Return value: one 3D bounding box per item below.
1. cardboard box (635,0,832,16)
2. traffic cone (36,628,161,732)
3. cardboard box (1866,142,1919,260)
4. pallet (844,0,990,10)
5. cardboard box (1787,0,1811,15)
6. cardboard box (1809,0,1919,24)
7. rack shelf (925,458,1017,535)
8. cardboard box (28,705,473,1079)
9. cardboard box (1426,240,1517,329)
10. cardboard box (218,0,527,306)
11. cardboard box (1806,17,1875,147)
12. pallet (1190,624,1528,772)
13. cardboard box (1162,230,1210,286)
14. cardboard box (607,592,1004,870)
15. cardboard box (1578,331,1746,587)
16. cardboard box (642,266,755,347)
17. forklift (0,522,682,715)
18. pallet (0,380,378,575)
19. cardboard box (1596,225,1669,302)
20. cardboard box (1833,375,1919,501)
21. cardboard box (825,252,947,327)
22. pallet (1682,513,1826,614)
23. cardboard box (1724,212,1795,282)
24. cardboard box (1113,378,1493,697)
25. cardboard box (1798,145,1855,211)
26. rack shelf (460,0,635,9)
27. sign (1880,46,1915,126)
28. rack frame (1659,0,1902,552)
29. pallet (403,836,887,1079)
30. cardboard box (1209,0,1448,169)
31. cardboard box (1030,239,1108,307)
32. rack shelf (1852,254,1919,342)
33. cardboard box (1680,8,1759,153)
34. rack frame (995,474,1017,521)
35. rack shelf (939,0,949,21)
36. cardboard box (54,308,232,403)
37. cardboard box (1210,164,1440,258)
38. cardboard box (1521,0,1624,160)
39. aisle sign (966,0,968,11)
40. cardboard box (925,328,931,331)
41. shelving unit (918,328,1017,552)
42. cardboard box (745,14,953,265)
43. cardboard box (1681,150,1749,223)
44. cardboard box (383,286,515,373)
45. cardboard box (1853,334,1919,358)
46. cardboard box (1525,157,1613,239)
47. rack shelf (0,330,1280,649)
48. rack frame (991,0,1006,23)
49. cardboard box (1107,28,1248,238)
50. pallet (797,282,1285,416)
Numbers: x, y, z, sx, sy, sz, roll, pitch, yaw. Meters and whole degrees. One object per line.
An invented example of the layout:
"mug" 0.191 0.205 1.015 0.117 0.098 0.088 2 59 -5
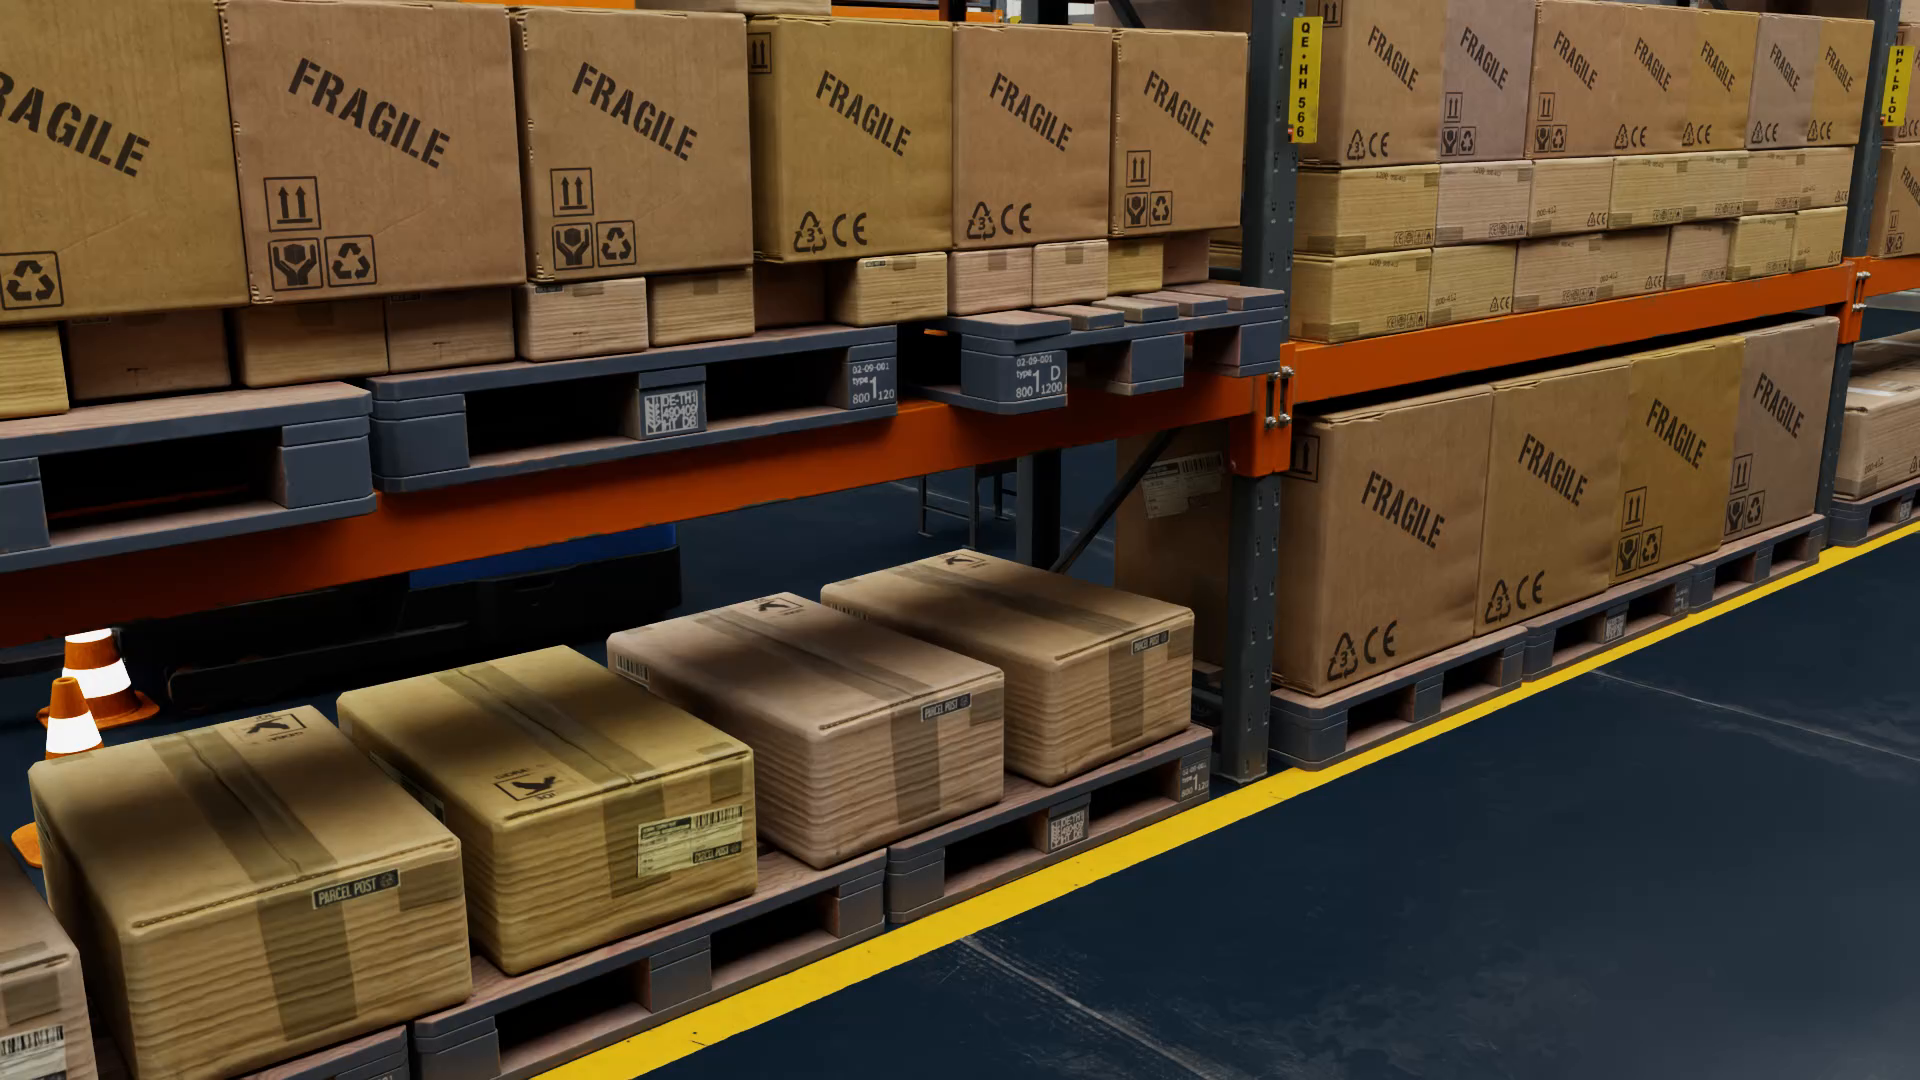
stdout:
"cardboard box" -0.490 -1.192 3.559 0.250 0.149 0.380 -14 20 -42
"traffic cone" -2.880 0.361 5.501 0.334 0.463 0.336 -13 19 -39
"cardboard box" 4.103 -1.570 7.622 0.500 0.500 0.500 -12 19 -38
"pallet" -0.464 -5.379 16.434 1.213 0.211 1.003 -13 19 -39
"cardboard box" 3.870 -2.476 7.818 0.250 0.149 0.380 -12 19 -38
"cardboard box" 3.985 -2.341 7.313 0.250 0.149 0.380 -13 20 -40
"rack shelf" 0.125 -0.353 7.768 0.480 0.518 0.431 -13 19 -39
"cardboard box" -1.524 0.717 3.532 0.625 0.372 0.950 -11 19 -36
"cardboard box" 1.469 -0.868 5.476 0.500 0.250 0.500 -13 20 -41
"cardboard box" -1.157 -0.723 3.059 0.500 0.500 0.500 -13 20 -40
"cardboard box" 3.405 -1.900 6.920 0.500 0.500 0.500 -12 19 -38
"pallet" 1.203 0.413 5.796 1.213 0.211 1.003 -13 19 -39
"cardboard box" 0.466 -0.796 4.590 0.250 0.149 0.380 -12 19 -37
"cardboard box" -0.425 0.471 4.451 0.625 0.372 0.950 -13 20 -40
"cardboard box" 2.485 -0.394 6.718 0.875 0.875 0.875 -12 19 -38
"cardboard box" -0.650 -0.518 3.549 0.250 0.149 0.380 -13 20 -41
"forklift" -2.605 -0.987 5.764 3.031 2.935 1.130 -10 18 -32
"pallet" -1.786 -0.146 2.858 1.213 0.211 1.003 -13 19 -39
"cardboard box" 2.239 -1.040 6.120 0.500 0.250 0.500 -13 19 -39
"cardboard box" 4.121 -0.544 8.124 0.875 0.438 0.875 -13 20 -40
"cardboard box" -0.243 -0.594 3.836 0.250 0.149 0.380 -12 19 -38
"pallet" 3.044 -0.001 7.343 1.213 0.211 1.003 -13 19 -39
"cardboard box" 3.019 -1.210 6.757 0.500 0.250 0.500 -13 20 -40
"cardboard box" 1.135 -0.093 5.589 0.875 0.875 0.875 -13 20 -40
"cardboard box" 3.404 -1.540 7.026 0.500 0.250 0.500 -13 20 -39
"rack shelf" -4.437 -4.185 13.188 4.000 0.370 1.077 -13 19 -39
"sign" 3.940 -1.910 6.999 0.005 0.325 0.100 -13 19 -39
"rack frame" 3.577 -1.493 7.528 0.127 3.000 1.000 -13 19 -39
"pallet" -0.951 0.869 4.087 1.213 0.211 1.003 -13 19 -39
"cardboard box" 1.092 -1.383 4.984 0.500 0.500 0.500 -14 20 -41
"cardboard box" 0.151 -0.685 4.175 0.250 0.149 0.380 -13 20 -40
"rack shelf" 5.086 -1.484 8.889 4.000 0.370 1.077 -13 19 -39
"cardboard box" 2.624 -1.729 6.279 0.500 0.500 0.500 -12 19 -38
"rack frame" 0.309 -1.084 7.739 0.015 2.100 0.400 -13 19 -39
"rack shelf" -1.258 -3.203 9.509 4.000 0.370 1.077 -13 19 -39
"cardboard box" -1.476 -0.355 2.940 0.250 0.149 0.380 -11 19 -36
"cardboard box" 1.104 -1.022 5.087 0.500 0.250 0.500 -13 20 -40
"cardboard box" 1.860 -1.553 5.622 0.500 0.500 0.500 -12 19 -38
"aisle sign" -0.054 -5.427 17.216 0.004 0.787 0.394 -13 19 -39
"cardboard box" -0.529 -1.174 10.362 0.500 0.500 0.500 -13 20 -41
"shelving unit" 0.125 -1.042 7.584 0.503 2.100 0.431 -13 19 -39
"cardboard box" -0.364 -0.904 3.738 0.500 0.500 0.500 -14 21 -43
"cardboard box" 2.645 -1.365 6.371 0.500 0.250 0.500 -12 19 -38
"cardboard box" -1.067 -0.432 3.228 0.250 0.149 0.380 -12 19 -39
"cardboard box" 5.477 -0.848 9.263 0.875 0.438 0.875 -12 19 -38
"cardboard box" 1.878 -1.192 5.721 0.500 0.250 0.500 -13 20 -40
"rack shelf" -0.950 -0.129 3.815 4.000 0.370 1.077 -13 19 -39
"rack frame" 0.089 -4.100 17.287 0.127 3.000 1.000 -13 19 -39
"cardboard box" 0.399 -1.079 4.395 0.500 0.500 0.500 -13 20 -41
"pallet" 0.092 -0.581 4.486 1.003 0.211 1.213 -13 19 -39
